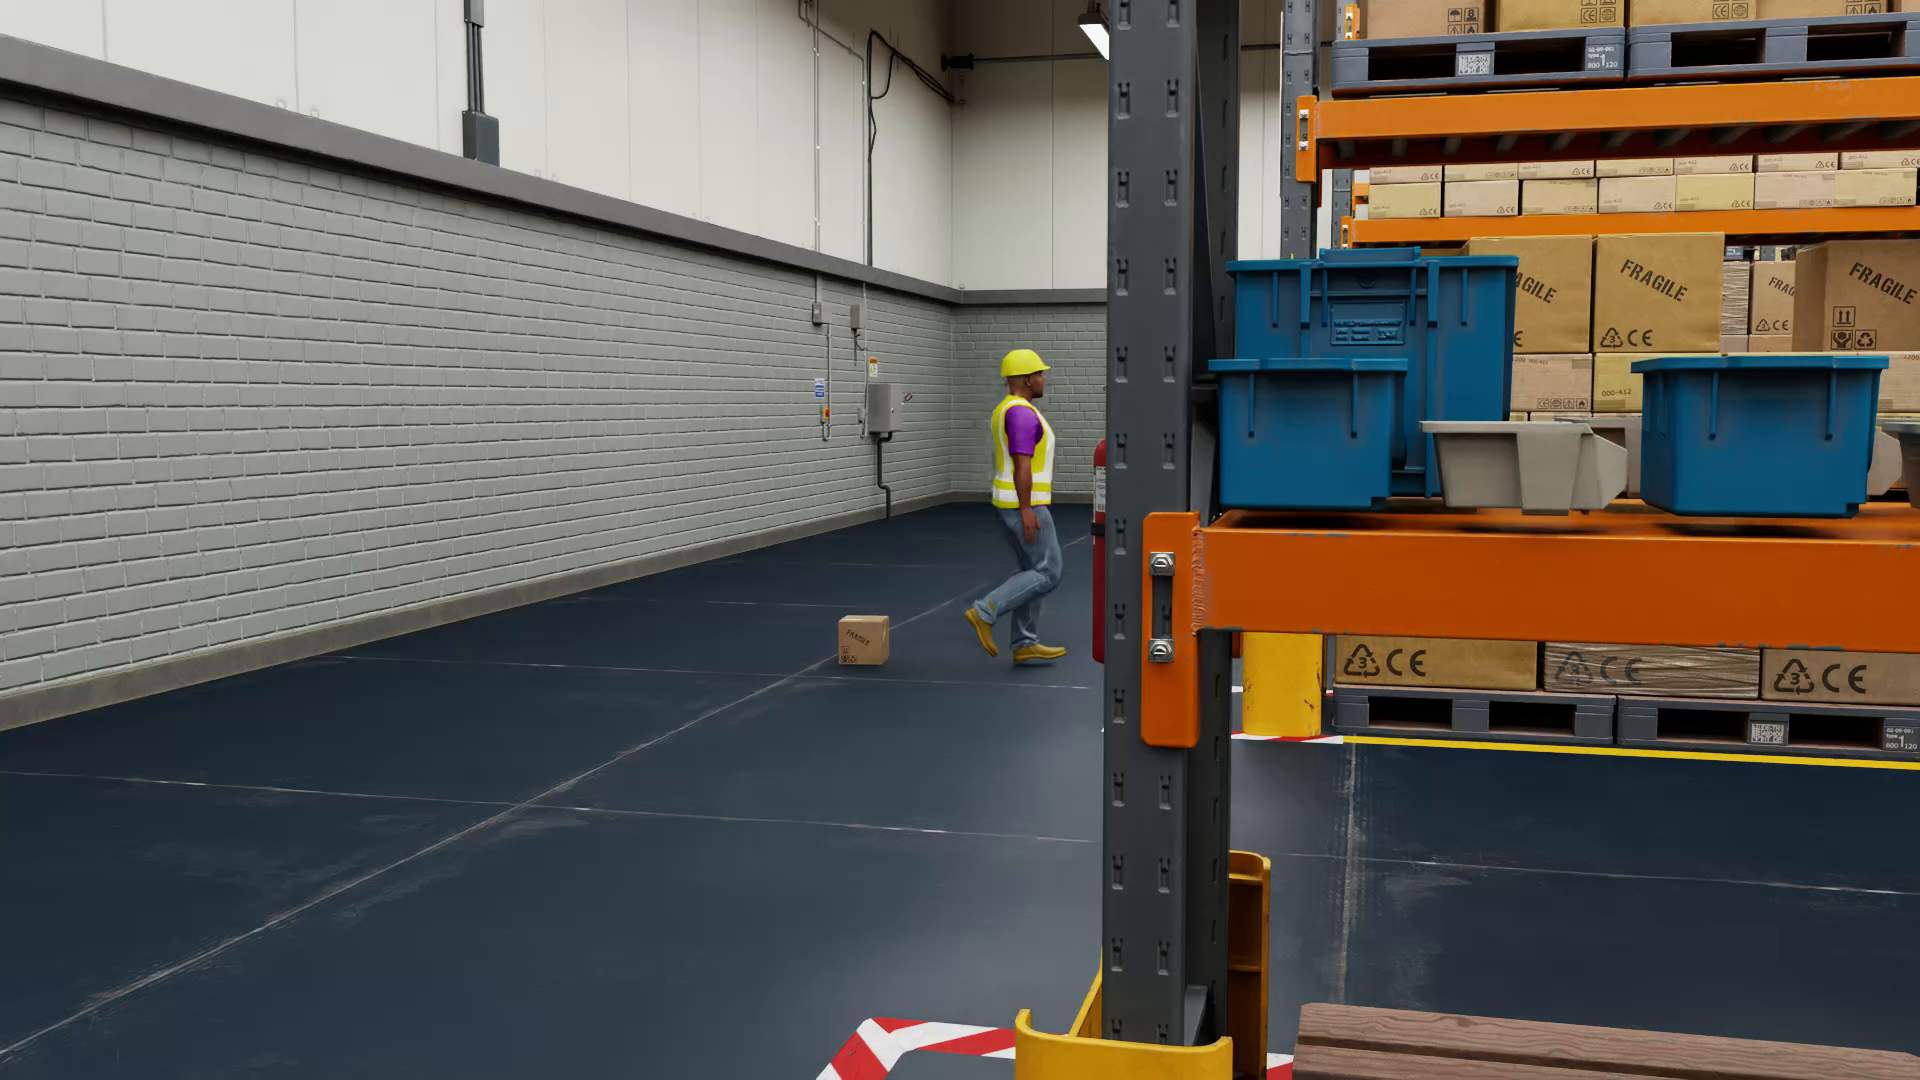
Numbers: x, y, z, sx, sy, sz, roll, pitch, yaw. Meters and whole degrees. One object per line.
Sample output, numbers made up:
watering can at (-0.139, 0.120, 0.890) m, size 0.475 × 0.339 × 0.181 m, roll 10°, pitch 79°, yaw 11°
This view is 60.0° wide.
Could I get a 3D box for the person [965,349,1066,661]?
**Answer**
person at (0.314, -0.184, 9.315) m, size 0.608 × 1.757 × 0.594 m, roll -1°, pitch 5°, yaw -8°
